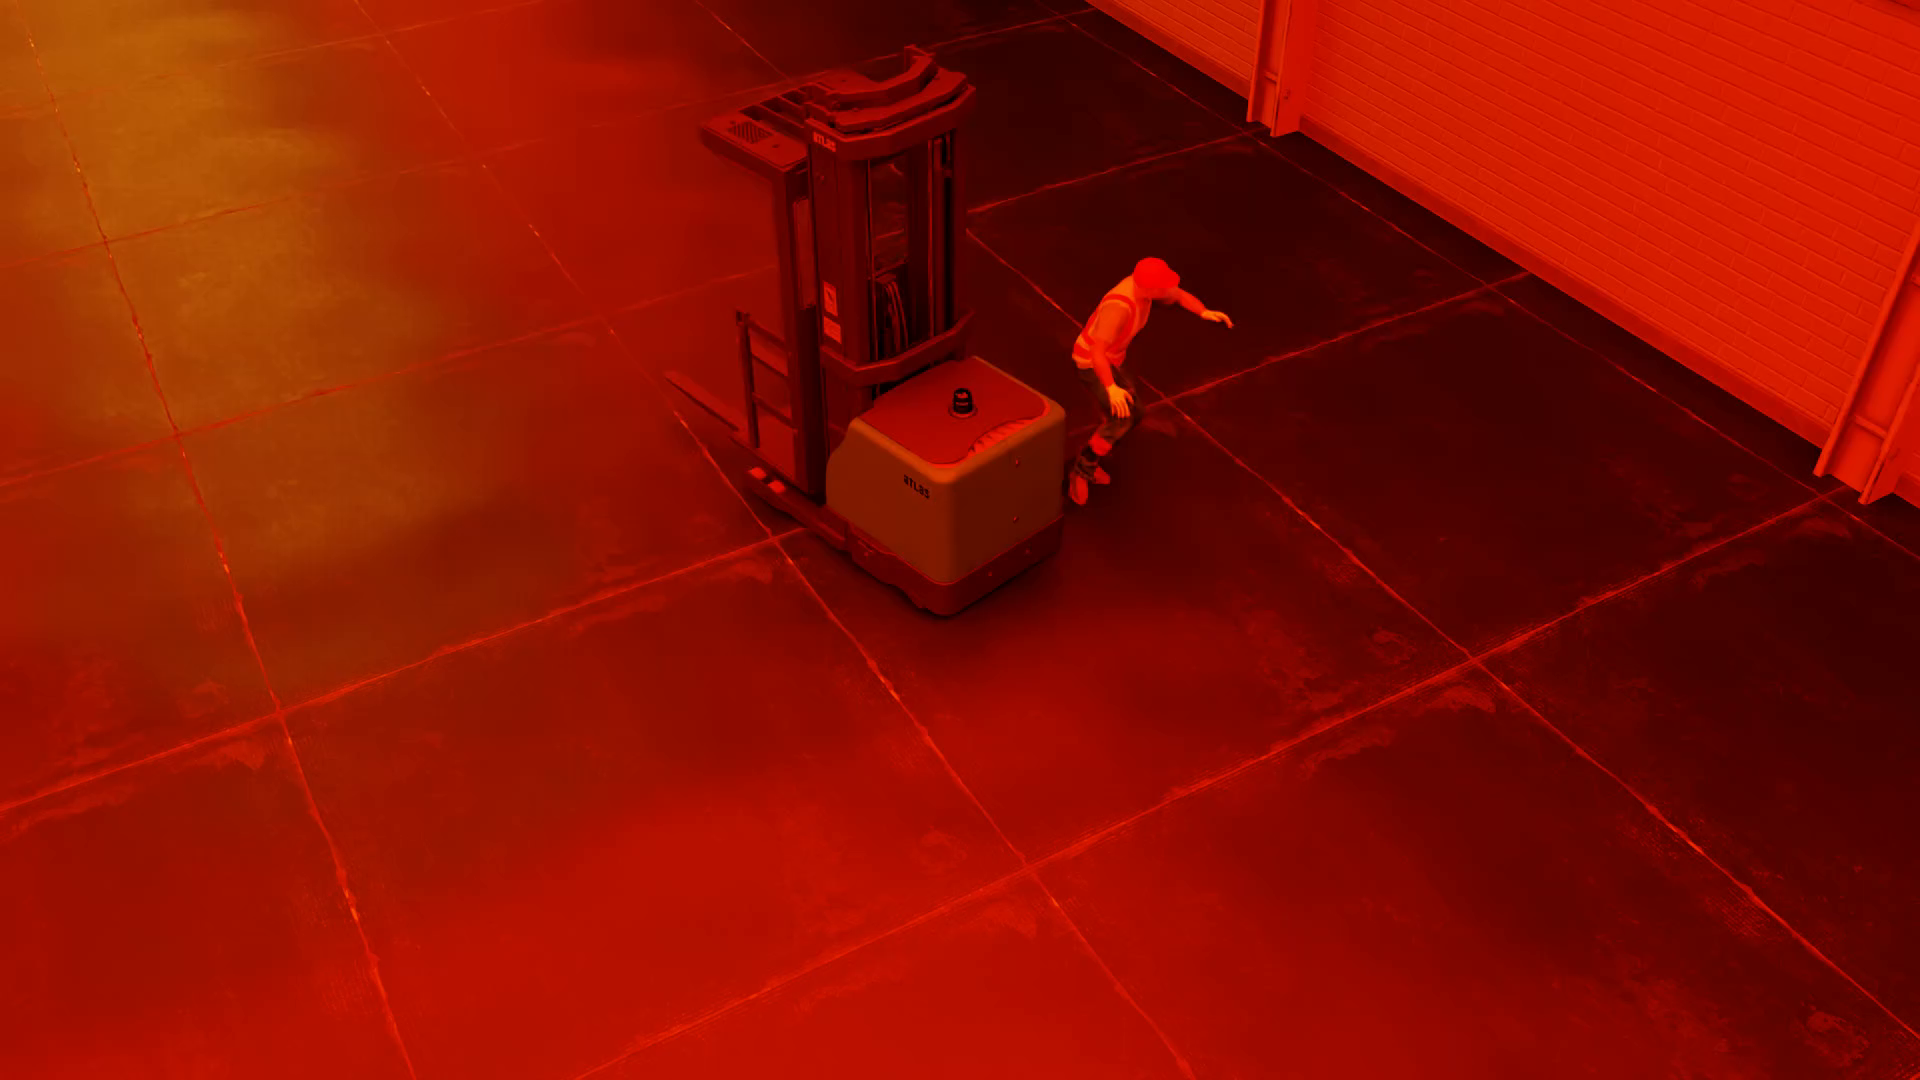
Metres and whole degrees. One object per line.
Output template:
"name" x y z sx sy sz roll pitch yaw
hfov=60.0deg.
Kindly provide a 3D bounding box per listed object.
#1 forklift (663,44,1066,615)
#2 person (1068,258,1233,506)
"forklift" -0.748 -1.538 9.890 1.130 2.935 3.031 -31 49 -32
"person" 1.097 -1.008 10.362 0.930 1.525 1.187 17 43 20
